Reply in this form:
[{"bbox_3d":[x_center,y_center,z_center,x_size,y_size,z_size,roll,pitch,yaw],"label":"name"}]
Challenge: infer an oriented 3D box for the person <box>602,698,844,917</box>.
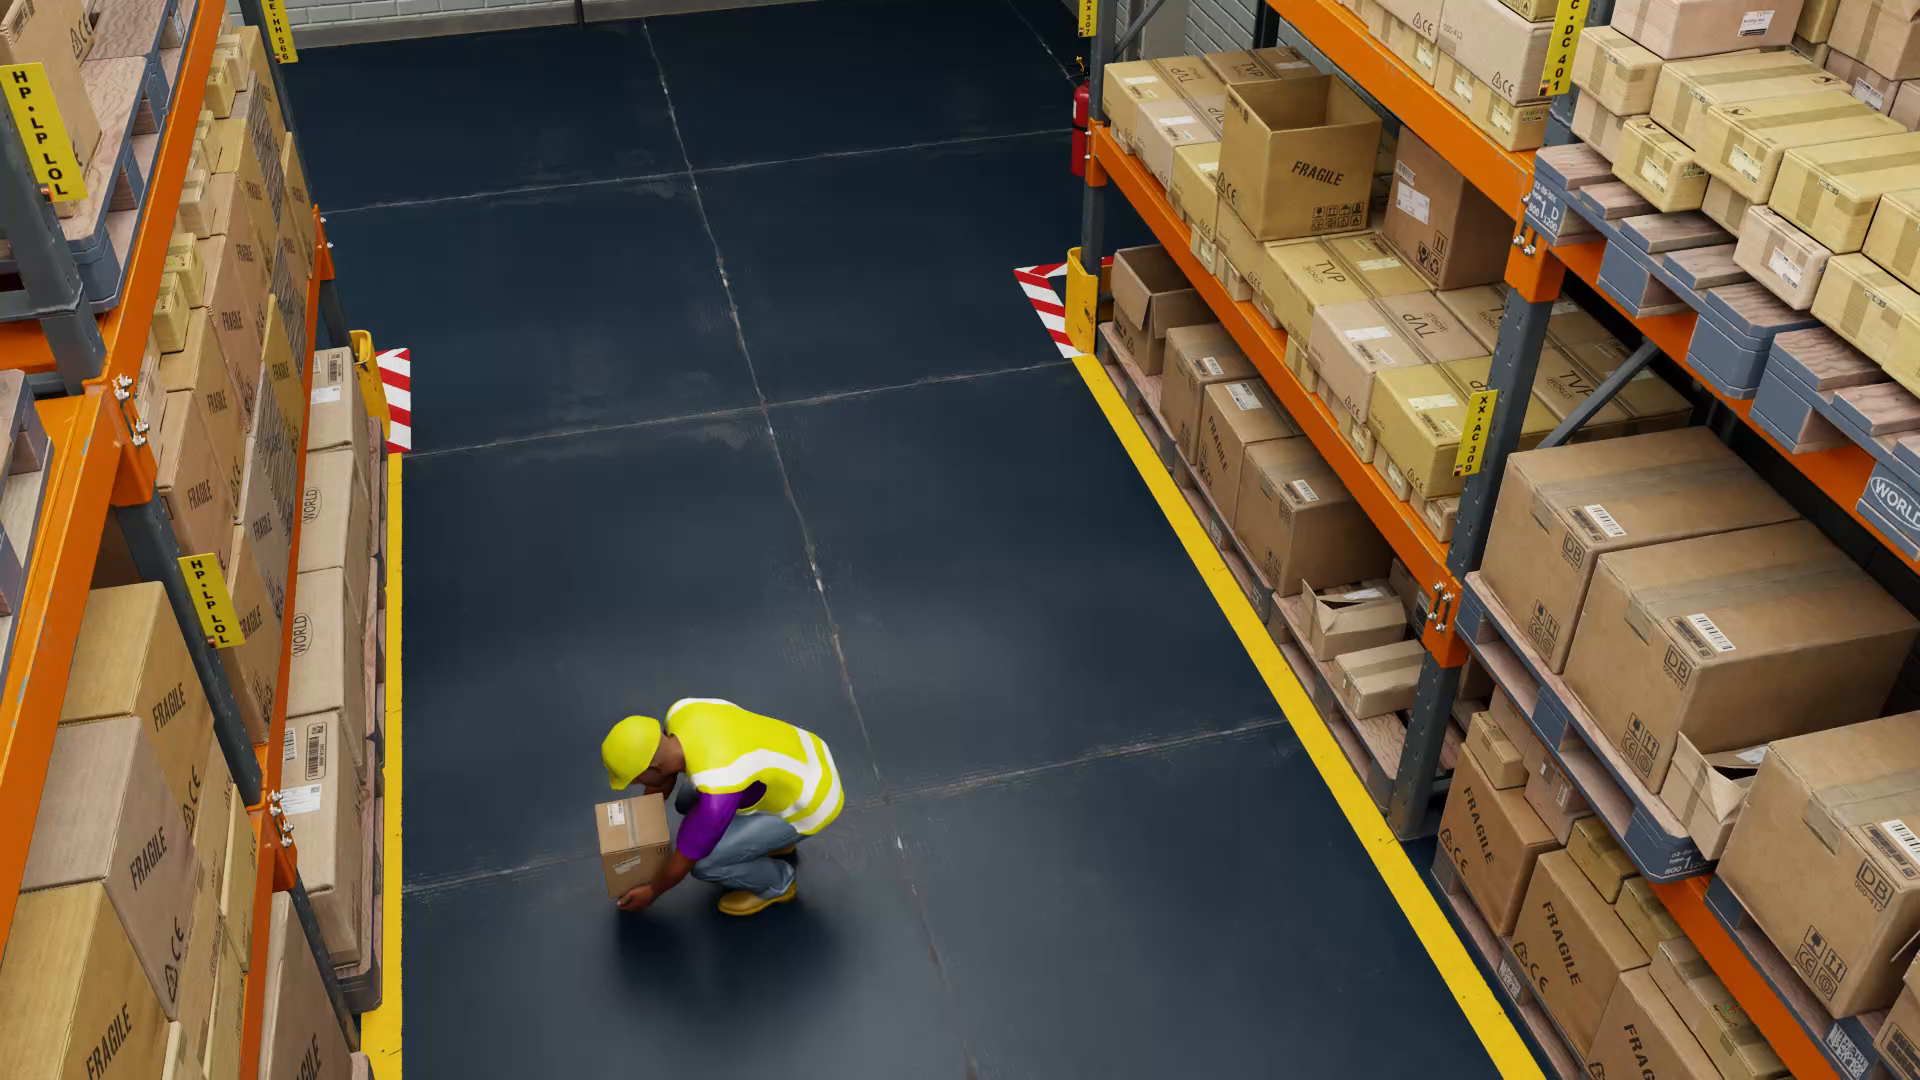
[{"bbox_3d":[-0.871,0.955,6.104,0.885,0.997,0.588,-9,39,-12],"label":"person"}]
